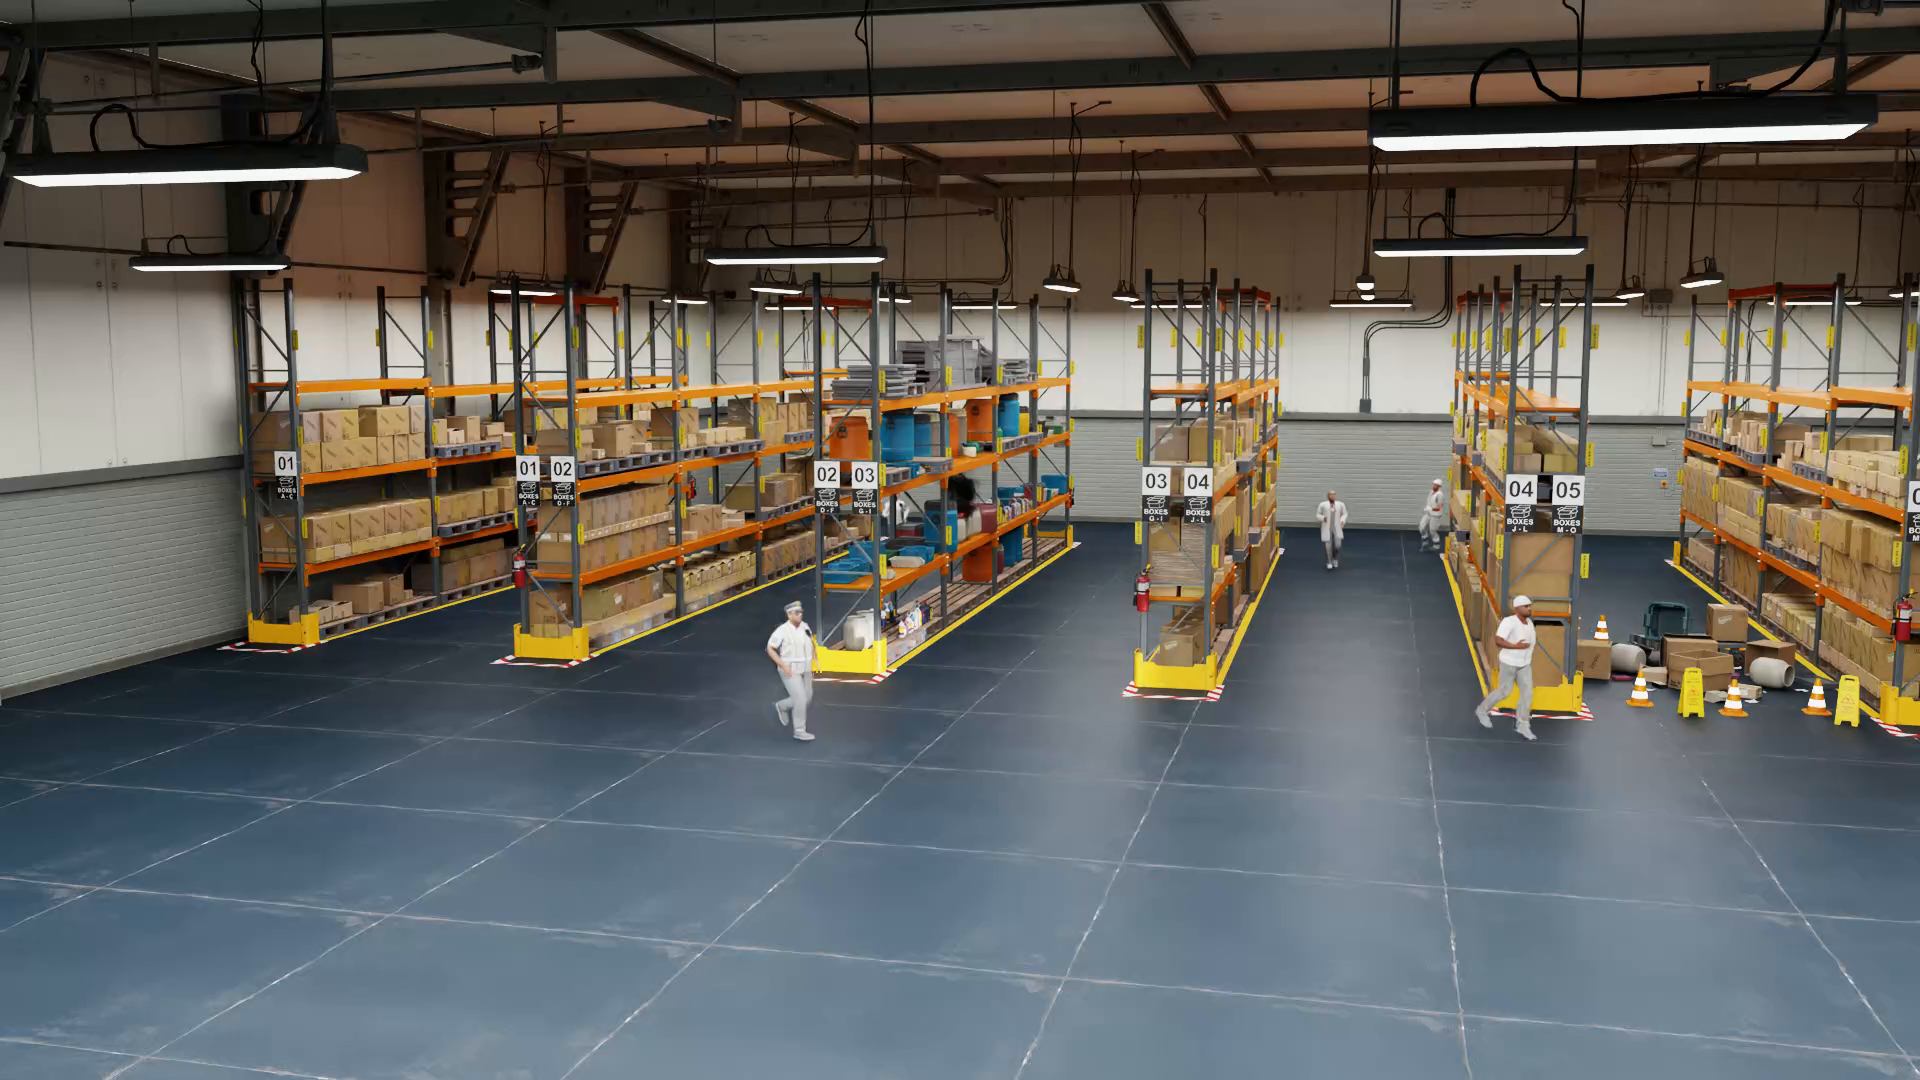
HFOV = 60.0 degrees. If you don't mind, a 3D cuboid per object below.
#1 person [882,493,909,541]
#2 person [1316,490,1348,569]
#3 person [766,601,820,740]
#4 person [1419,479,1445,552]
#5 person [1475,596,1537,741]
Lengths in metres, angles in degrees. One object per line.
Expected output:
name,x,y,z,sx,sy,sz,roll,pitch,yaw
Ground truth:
person,-1.447,-0.318,37.205,0.612,1.701,0.920,0,7,-1
person,8.123,-0.218,36.289,0.698,1.734,0.634,1,7,6
person,-2.115,1.620,20.993,0.793,1.737,0.699,6,9,41
person,11.151,-0.560,39.187,0.653,1.782,0.684,-3,7,-24
person,7.069,1.589,21.197,0.705,1.789,0.891,-4,8,-30
